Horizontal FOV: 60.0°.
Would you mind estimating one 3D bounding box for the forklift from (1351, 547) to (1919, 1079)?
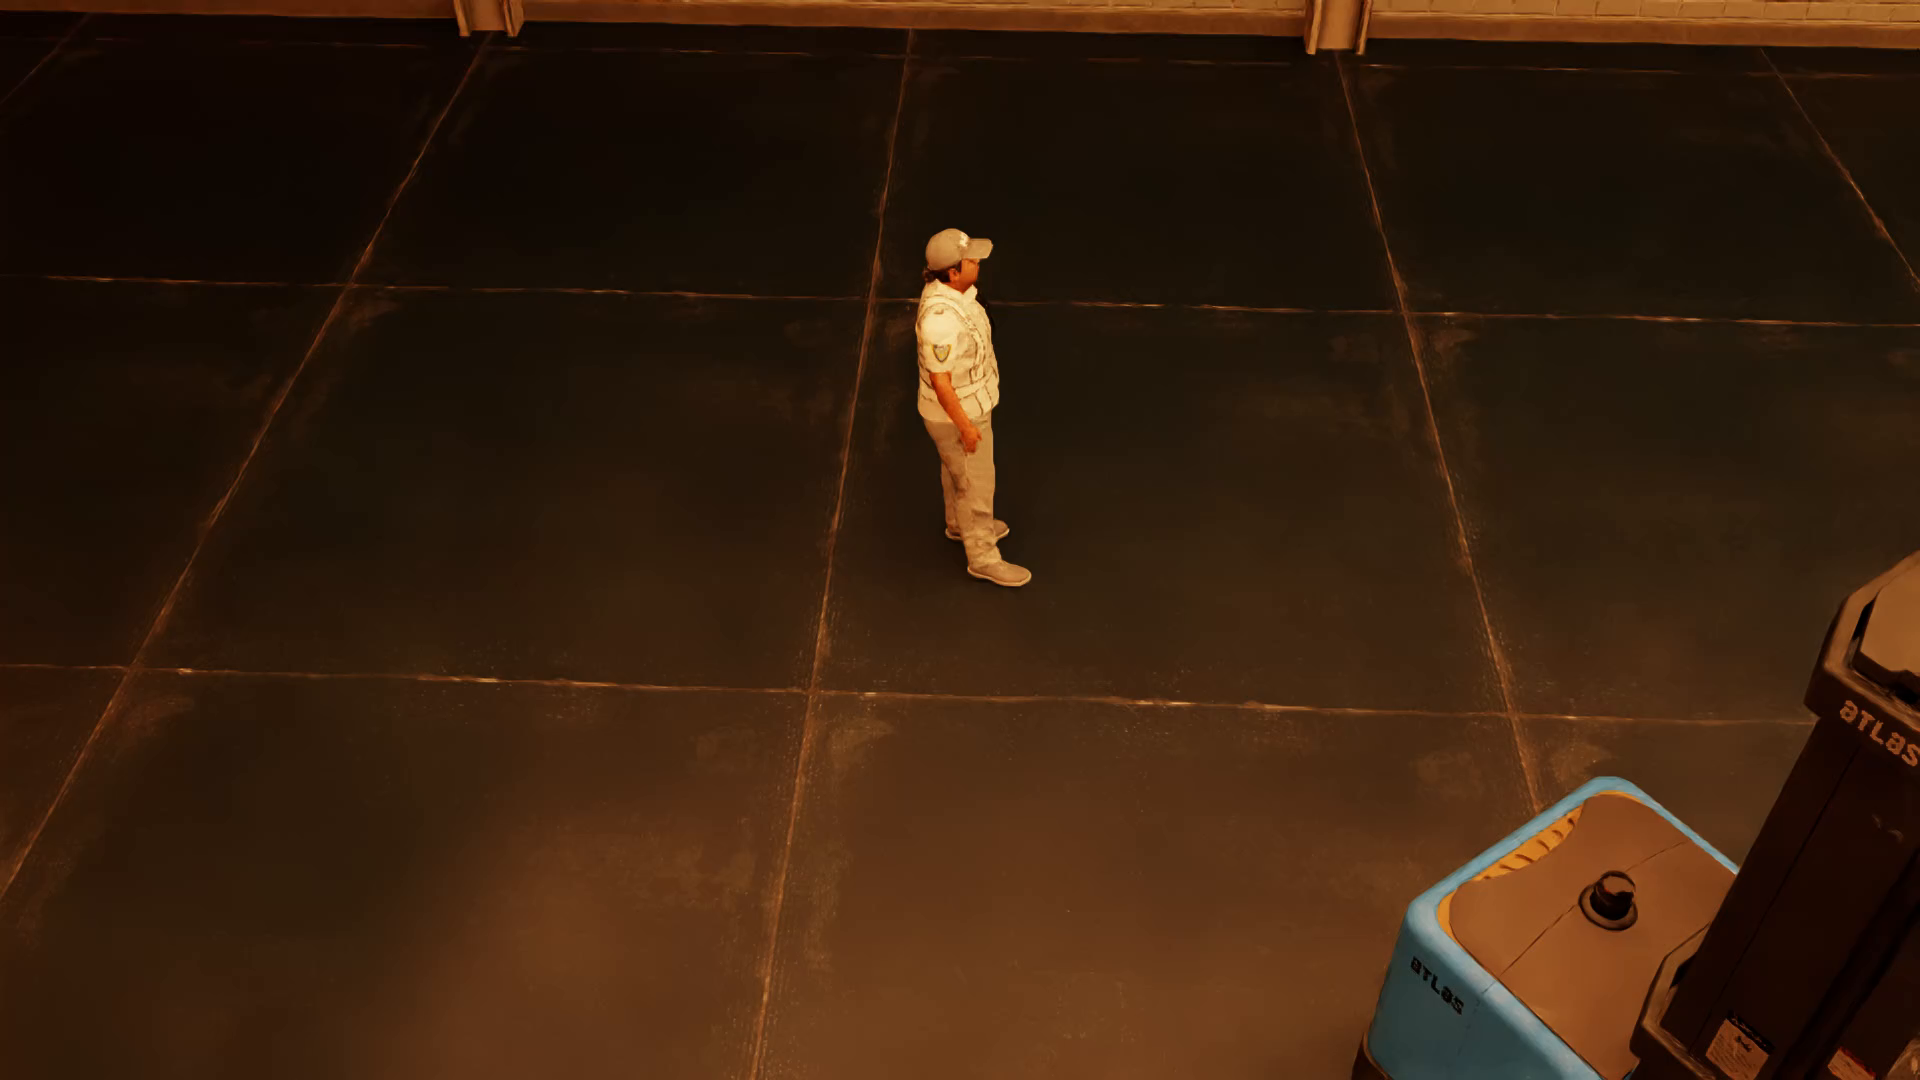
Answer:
[{"bbox_3d":[2.606,1.468,4.135,1.130,2.935,3.031,-25,48,-25],"label":"forklift"}]

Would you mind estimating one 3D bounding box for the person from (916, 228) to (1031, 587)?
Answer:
[{"bbox_3d":[0.075,-0.603,7.330,0.529,1.669,0.598,2,42,2],"label":"person"}]
